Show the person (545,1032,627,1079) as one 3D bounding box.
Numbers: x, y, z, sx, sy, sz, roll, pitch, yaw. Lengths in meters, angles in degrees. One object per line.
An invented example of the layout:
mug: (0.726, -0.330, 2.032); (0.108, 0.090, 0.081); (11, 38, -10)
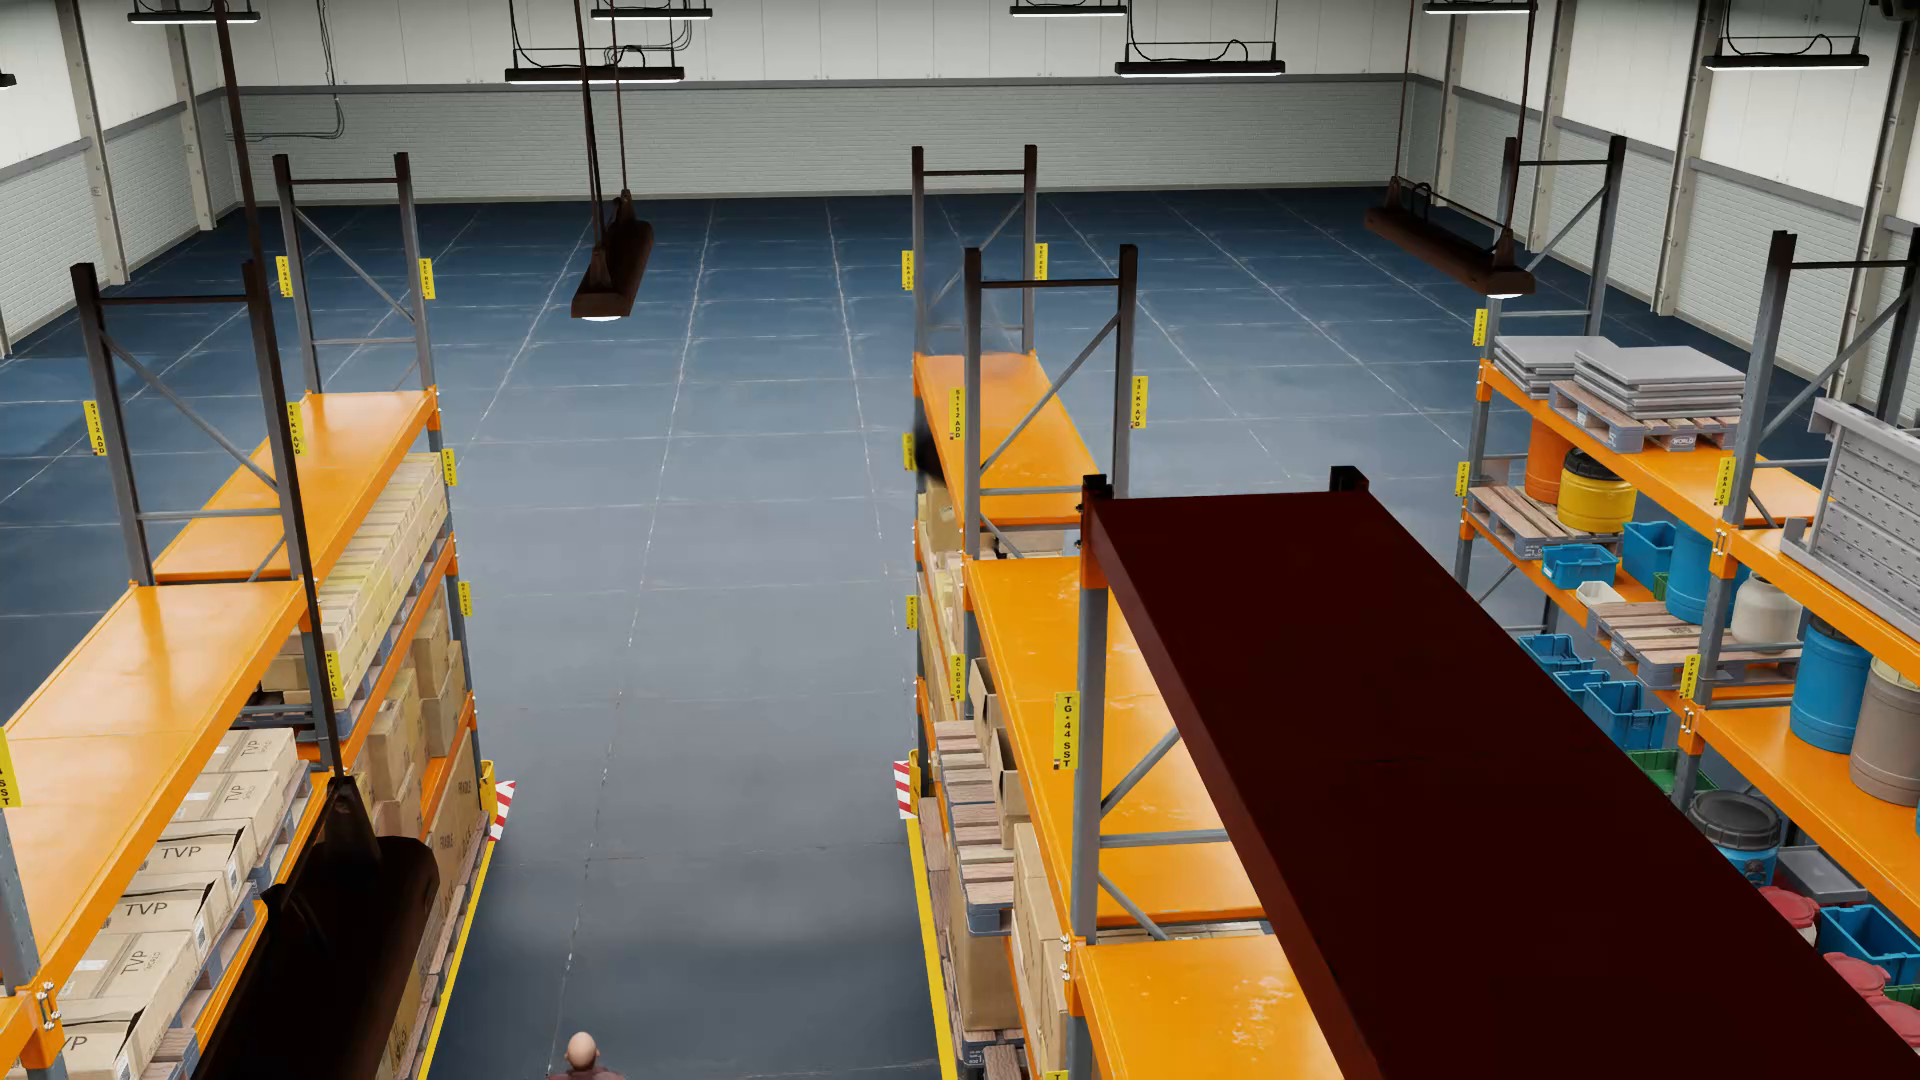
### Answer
person: (-2.187, 3.701, 9.949); (0.711, 1.765, 0.880); (-3, 22, -7)
